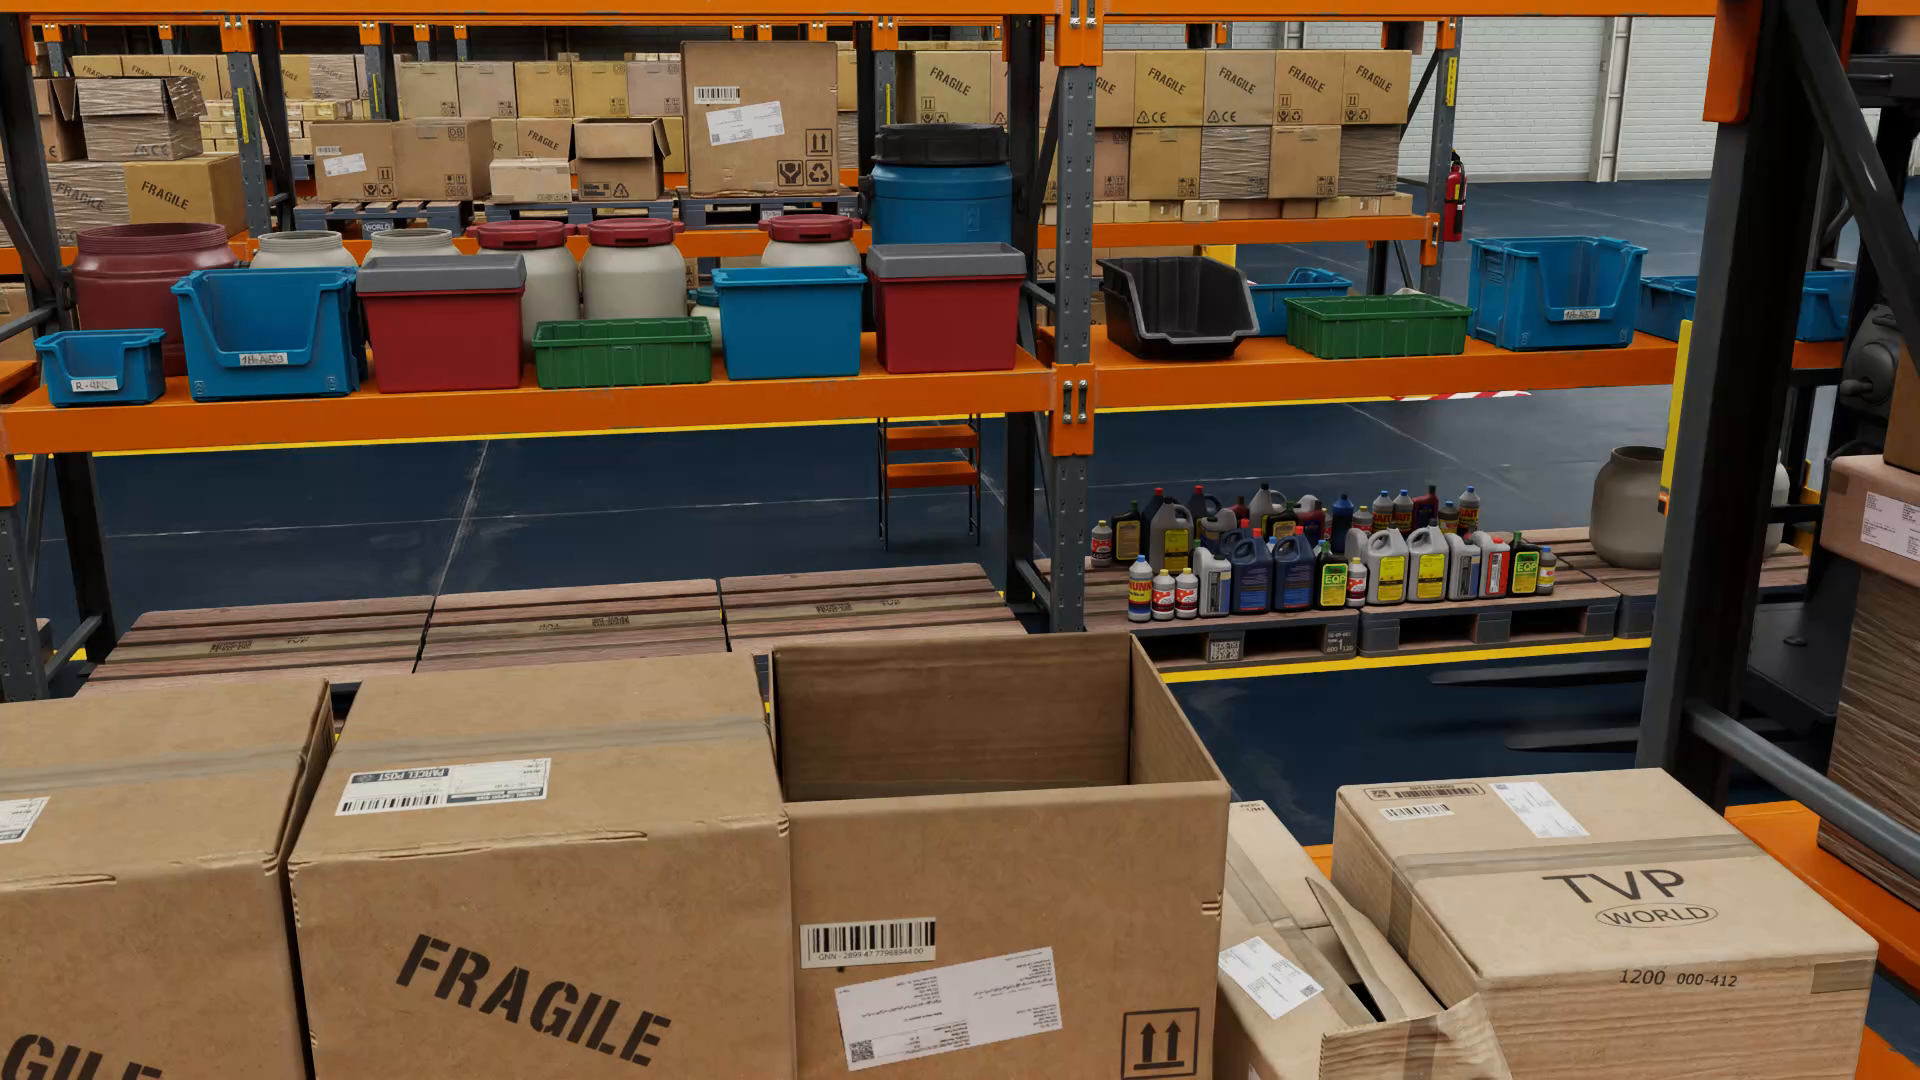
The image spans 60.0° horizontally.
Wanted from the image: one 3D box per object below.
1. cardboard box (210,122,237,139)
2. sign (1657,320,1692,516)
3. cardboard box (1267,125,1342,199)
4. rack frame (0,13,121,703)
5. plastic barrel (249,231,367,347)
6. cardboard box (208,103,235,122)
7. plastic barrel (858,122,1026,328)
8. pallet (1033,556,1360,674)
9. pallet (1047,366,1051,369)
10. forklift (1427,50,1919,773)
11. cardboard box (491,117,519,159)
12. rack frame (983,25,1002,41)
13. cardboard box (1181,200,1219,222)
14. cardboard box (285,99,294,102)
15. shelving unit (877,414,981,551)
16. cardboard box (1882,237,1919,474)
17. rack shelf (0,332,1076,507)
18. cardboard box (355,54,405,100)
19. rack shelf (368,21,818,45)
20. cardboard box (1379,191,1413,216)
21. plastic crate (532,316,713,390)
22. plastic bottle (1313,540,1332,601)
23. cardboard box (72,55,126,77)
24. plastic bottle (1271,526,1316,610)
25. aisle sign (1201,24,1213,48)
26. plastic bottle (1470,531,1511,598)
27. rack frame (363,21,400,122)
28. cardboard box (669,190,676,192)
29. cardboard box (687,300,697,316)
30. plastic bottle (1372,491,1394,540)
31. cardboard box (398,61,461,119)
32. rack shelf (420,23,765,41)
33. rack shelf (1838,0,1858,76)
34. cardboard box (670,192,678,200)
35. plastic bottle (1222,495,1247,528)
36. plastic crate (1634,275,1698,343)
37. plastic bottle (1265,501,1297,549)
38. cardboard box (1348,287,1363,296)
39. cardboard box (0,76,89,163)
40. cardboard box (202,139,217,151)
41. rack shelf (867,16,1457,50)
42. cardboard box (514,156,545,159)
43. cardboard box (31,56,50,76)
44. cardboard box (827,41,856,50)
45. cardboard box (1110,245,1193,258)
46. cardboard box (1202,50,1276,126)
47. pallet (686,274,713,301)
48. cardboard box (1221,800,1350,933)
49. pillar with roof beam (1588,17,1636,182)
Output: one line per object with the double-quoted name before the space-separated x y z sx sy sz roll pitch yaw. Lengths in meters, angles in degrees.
"cardboard box" -6.514 -3.666 14.845 0.250 0.149 0.380 -3 17 -10
"sign" 1.188 -0.190 2.711 0.005 0.325 0.100 -3 17 -10
"cardboard box" 2.333 -2.762 12.017 0.500 0.500 0.875 -3 17 -10
"rack frame" -3.569 -0.783 6.253 0.127 3.000 1.000 -3 17 -10
"plastic barrel" -2.599 -0.956 6.624 0.421 0.512 0.421 0 17 0
"cardboard box" -6.510 -3.808 14.802 0.250 0.149 0.380 -3 17 -9
"plastic barrel" -0.078 -1.312 7.119 0.708 0.901 0.600 -3 17 -10
"pallet" 1.026 0.301 7.471 1.213 0.211 1.003 -3 17 -10
"pallet" 0.072 -1.149 12.192 1.213 0.211 1.003 -3 17 -10
"forklift" 3.327 -0.641 5.908 3.031 2.935 1.130 -3 17 -9
"cardboard box" -4.360 -3.671 15.484 0.500 0.500 0.500 -3 17 -11
"rack frame" 0.521 -6.944 26.312 0.127 3.000 1.000 -3 17 -10
"cardboard box" 1.653 -2.347 11.774 0.250 0.149 0.380 -3 17 -10
"cardboard box" -6.346 -4.014 15.470 0.250 0.149 0.380 -3 17 -11
"shelving unit" -0.163 -0.564 8.606 0.503 1.200 0.258 -3 17 -10
"cardboard box" 1.729 -0.273 2.210 0.500 0.500 0.700 -3 17 -10
"rack shelf" -1.605 -0.551 6.722 4.000 0.370 1.077 -3 17 -10
"cardboard box" -6.847 -5.490 19.703 0.500 0.500 0.500 -4 17 -12
"rack shelf" -3.387 -4.848 15.604 4.000 0.370 1.077 -3 17 -10
"cardboard box" 3.106 -2.461 12.144 0.250 0.149 0.380 -3 17 -10
"plastic crate" -1.298 -0.726 6.429 0.662 0.188 0.450 -3 17 -10
"plastic bottle" 1.552 0.133 7.168 0.097 0.271 0.097 0 17 0
"cardboard box" -9.829 -5.313 19.126 0.500 0.500 0.500 -3 17 -10
"plastic bottle" 1.415 0.114 7.094 0.185 0.351 0.144 -4 18 -13
"aisle sign" 2.517 -5.425 16.939 0.004 0.787 0.394 -3 17 -10
"plastic bottle" 2.313 0.098 7.275 0.135 0.276 0.152 -3 17 -10
"rack frame" -5.350 -3.647 15.576 0.127 3.000 1.000 -3 17 -10
"cardboard box" -4.680 -5.714 25.635 0.625 0.625 0.875 -3 17 -11
"cardboard box" -1.660 -1.400 11.770 0.500 0.500 0.700 -3 17 -11
"plastic bottle" 2.012 -0.099 7.924 0.097 0.271 0.097 0 17 0
"cardboard box" -4.908 -4.195 15.486 0.500 0.500 0.700 -3 17 -11
"rack shelf" -4.425 -6.269 20.231 4.000 0.370 1.077 -3 17 -10
"rack shelf" 3.258 -0.779 2.357 4.000 0.370 1.077 -3 17 -10
"cardboard box" -3.681 -4.164 21.022 0.625 0.372 0.950 -2 17 -7
"plastic bottle" 1.277 -0.069 7.804 0.133 0.283 0.061 -2 17 -7
"plastic crate" 3.212 -1.009 7.242 0.408 0.251 0.499 -3 17 -10
"plastic bottle" 1.486 -0.038 7.702 0.133 0.283 0.061 -3 17 -10
"cardboard box" 2.730 -1.633 12.561 0.500 0.500 0.500 0 17 0
"cardboard box" -5.870 -2.667 10.507 0.637 0.503 0.797 -3 17 -9
"cardboard box" -6.753 -3.511 14.848 0.250 0.149 0.380 -4 18 -13
"rack shelf" 1.383 -3.635 11.655 4.000 0.370 1.077 -3 17 -10
"cardboard box" -2.922 -2.518 11.416 0.258 0.266 0.396 -4 17 -12
"cardboard box" -10.727 -5.265 18.972 0.500 0.500 0.500 -3 17 -11
"cardboard box" -1.482 -5.943 20.672 0.500 0.500 0.700 -3 17 -10
"cardboard box" 1.851 -3.221 17.092 0.875 0.875 0.875 -3 17 -10
"cardboard box" 1.872 -3.166 11.632 0.500 0.500 0.500 -3 17 -10
"pallet" -2.166 -2.472 16.500 1.213 0.211 1.003 -3 17 -10
"cardboard box" 0.386 0.532 2.397 0.250 0.149 0.380 -3 17 -10
"pillar with roof beam" 12.265 -9.460 24.287 0.400 9.000 9.100 -3 17 -10
